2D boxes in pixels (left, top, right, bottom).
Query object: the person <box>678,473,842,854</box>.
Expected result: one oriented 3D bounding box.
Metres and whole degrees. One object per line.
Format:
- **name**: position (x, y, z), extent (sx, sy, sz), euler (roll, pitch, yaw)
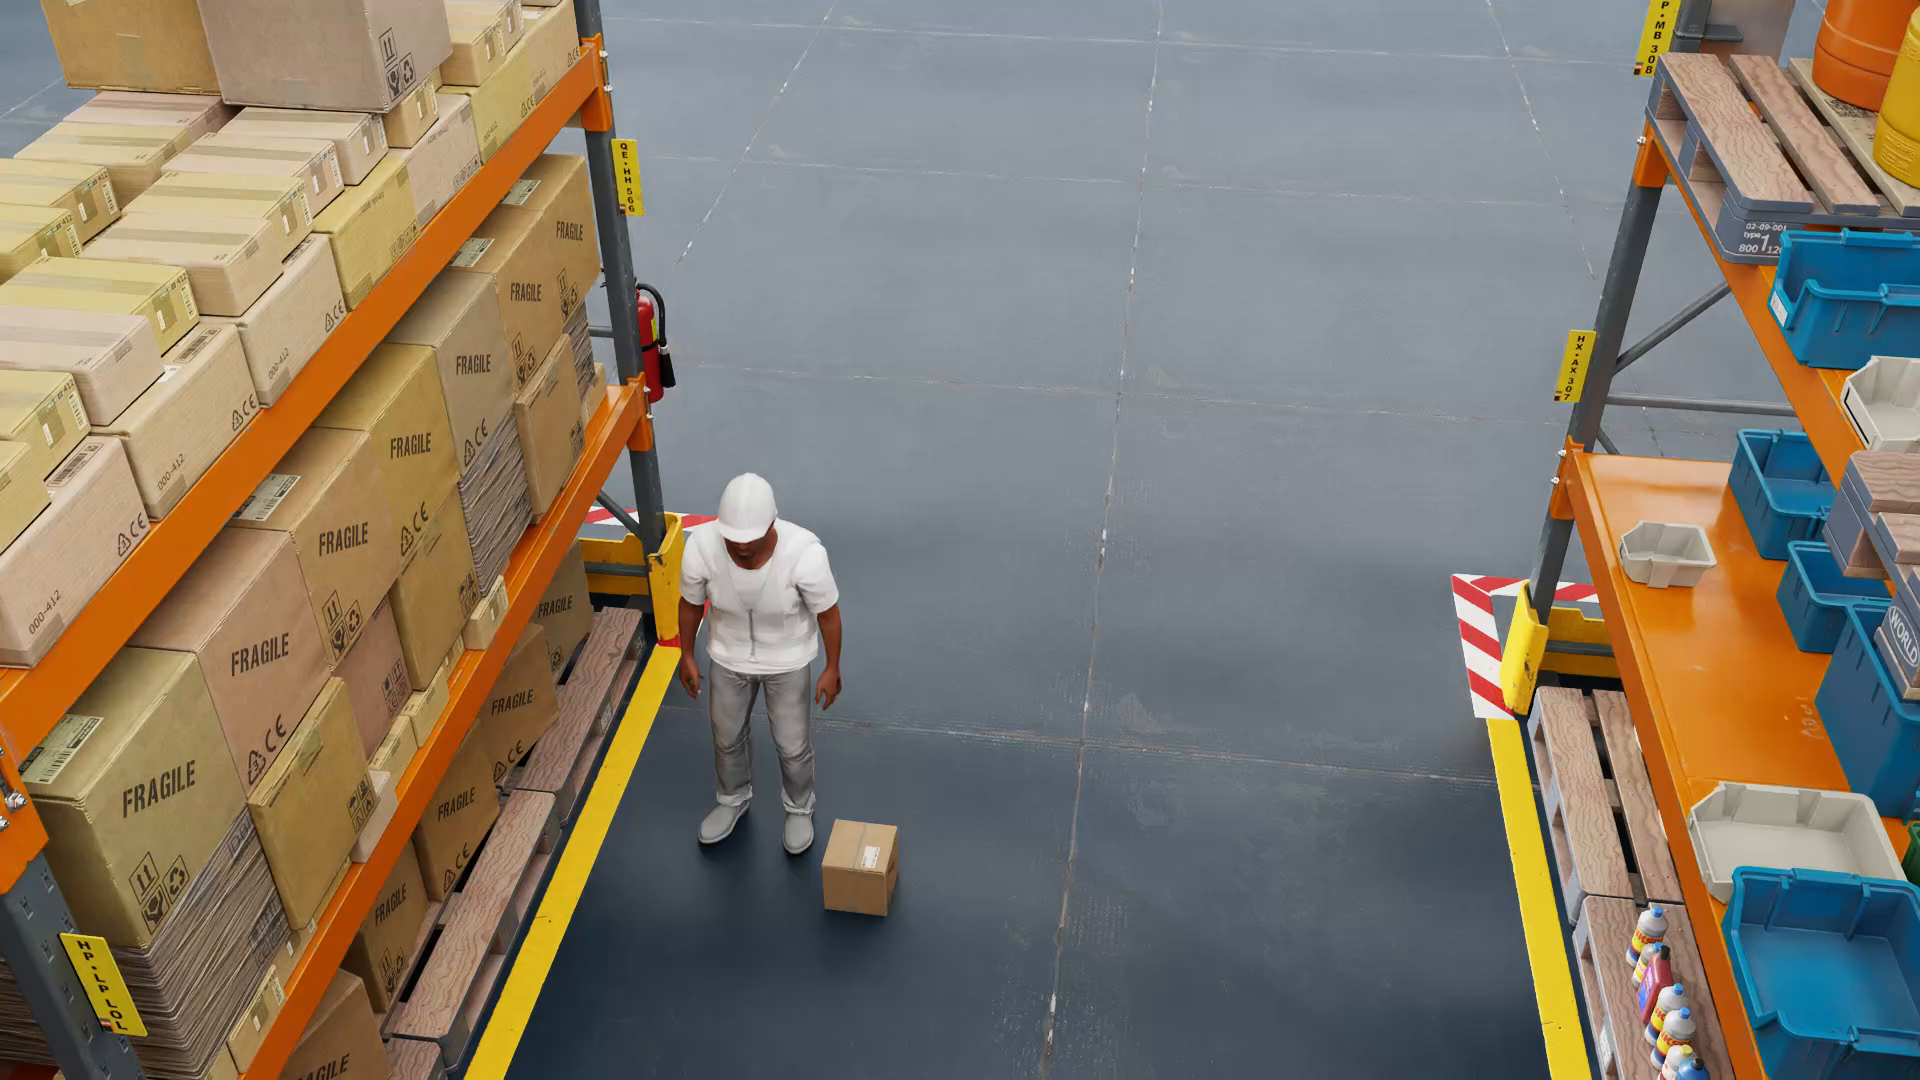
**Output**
- **person**: position (-0.767, 0.469, 6.378), extent (0.635, 1.760, 0.455), euler (5, 36, 6)
